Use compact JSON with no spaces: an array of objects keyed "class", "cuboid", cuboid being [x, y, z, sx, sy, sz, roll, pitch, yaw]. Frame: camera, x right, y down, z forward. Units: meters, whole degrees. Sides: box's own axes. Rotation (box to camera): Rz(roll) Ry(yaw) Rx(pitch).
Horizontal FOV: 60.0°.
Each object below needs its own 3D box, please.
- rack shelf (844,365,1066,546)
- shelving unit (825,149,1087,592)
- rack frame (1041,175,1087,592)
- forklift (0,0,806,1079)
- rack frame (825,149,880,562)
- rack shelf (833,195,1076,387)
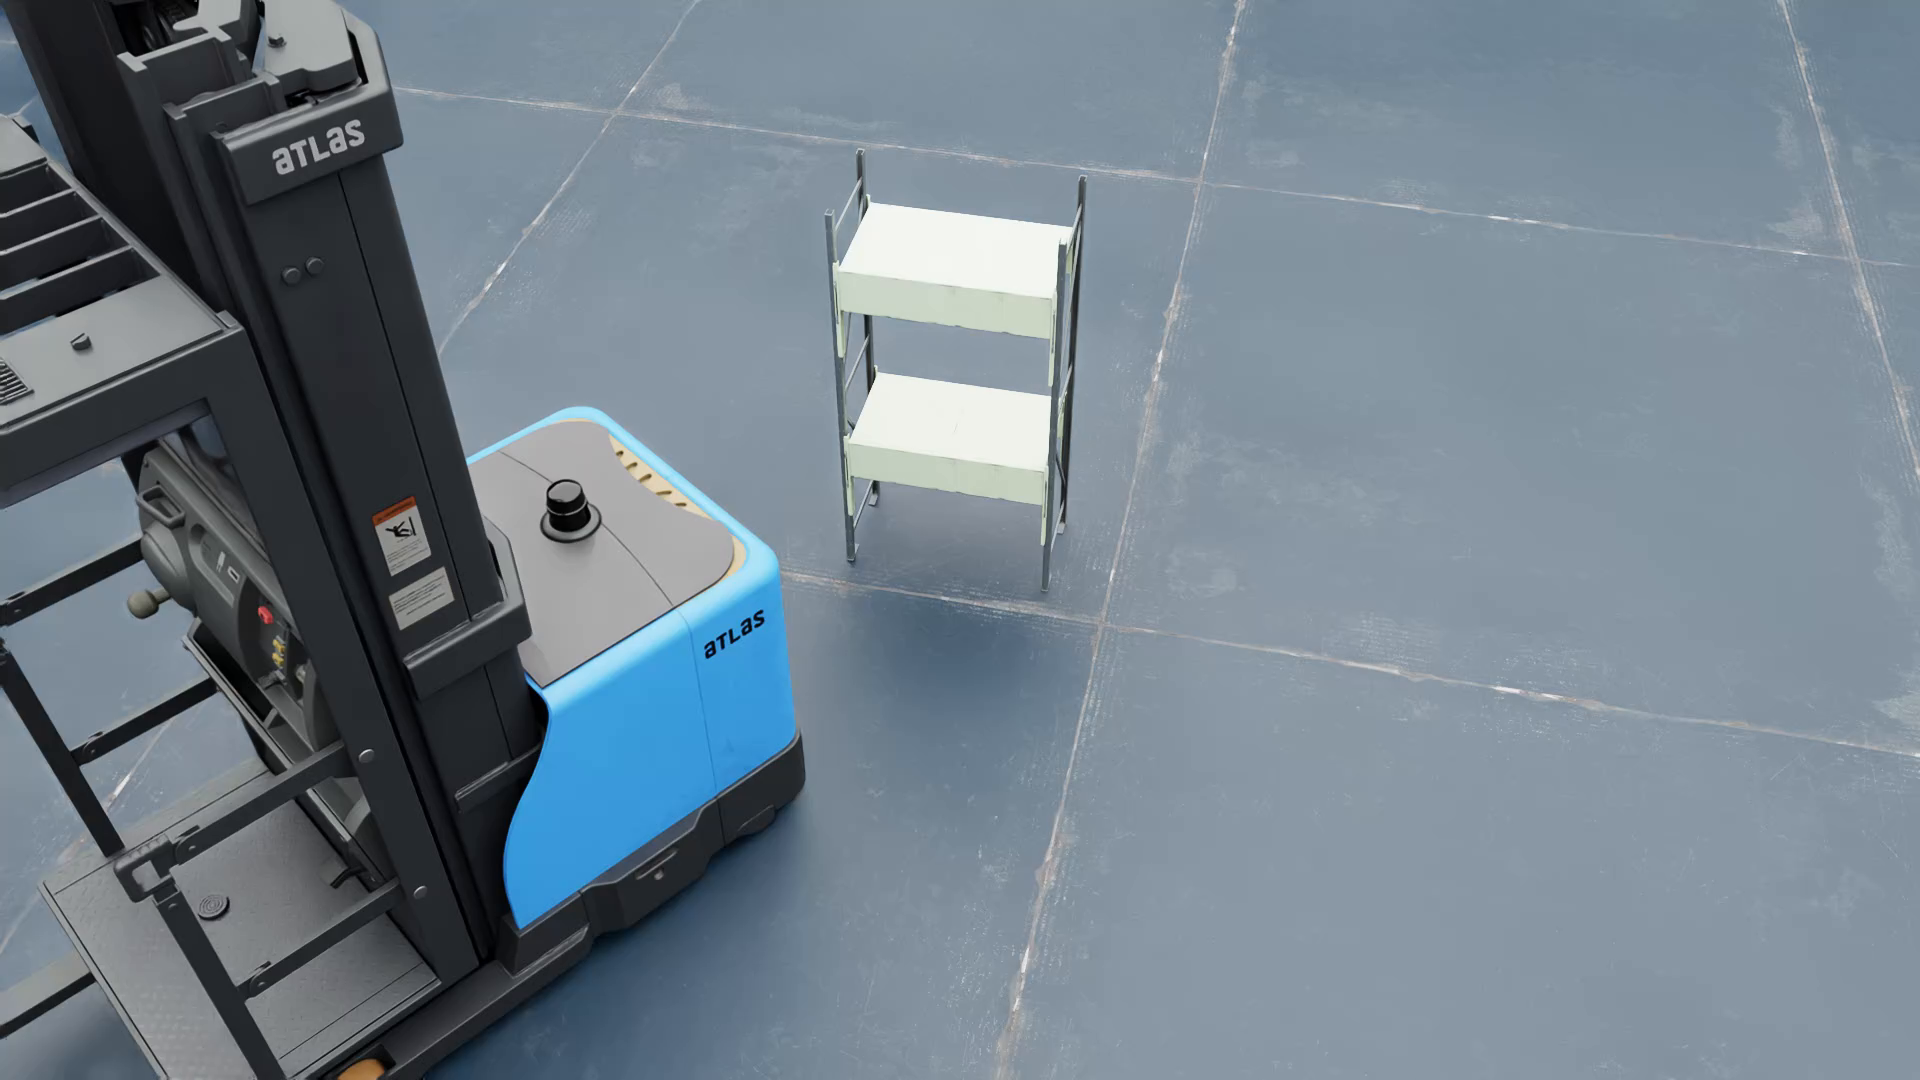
[{"class":"rack shelf","cuboid":[-0.007,-0.306,5.957,0.720,0.370,0.431,9,45,9]},{"class":"shelving unit","cuboid":[-0.007,-0.541,5.731,0.755,1.500,0.431,9,45,9]},{"class":"rack frame","cuboid":[0.351,-0.486,5.673,0.023,1.500,0.400,9,45,9]},{"class":"forklift","cuboid":[-1.915,0.220,3.908,3.031,2.935,1.130,-33,53,-30]},{"class":"rack frame","cuboid":[-0.364,-0.597,5.789,0.023,1.500,0.400,9,45,9]},{"class":"rack shelf","cuboid":[-0.007,-0.823,5.460,0.720,0.370,0.431,9,45,9]}]
